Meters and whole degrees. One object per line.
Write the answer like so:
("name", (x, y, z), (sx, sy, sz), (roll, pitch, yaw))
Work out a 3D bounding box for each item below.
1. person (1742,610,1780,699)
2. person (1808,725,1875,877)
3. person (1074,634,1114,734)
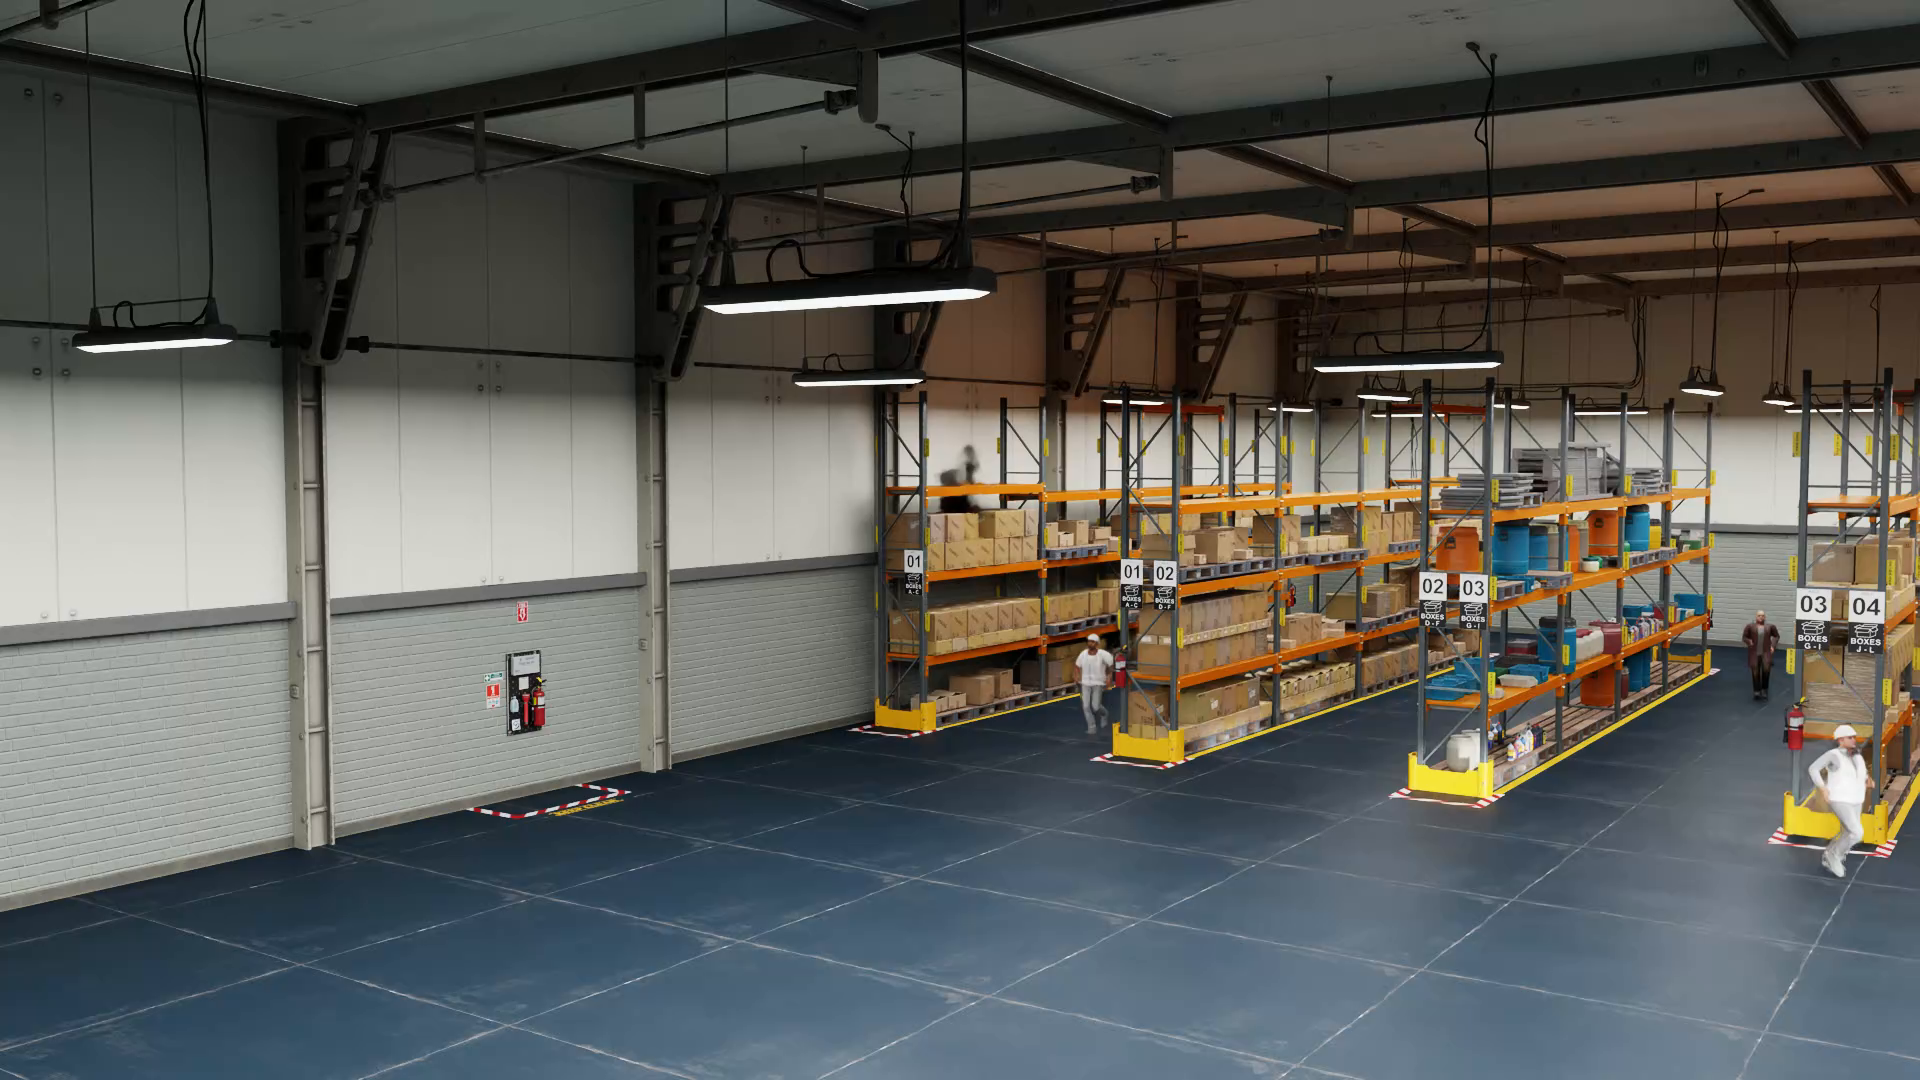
("person", (15.940, 2.289, 33.124), (0.678, 1.762, 0.708), (2, 4, 25))
("person", (10.337, 3.041, 19.385), (0.631, 1.759, 0.684), (-1, 3, -22))
("person", (2.293, 2.456, 28.376), (0.753, 1.724, 0.614), (2, 4, 27))
